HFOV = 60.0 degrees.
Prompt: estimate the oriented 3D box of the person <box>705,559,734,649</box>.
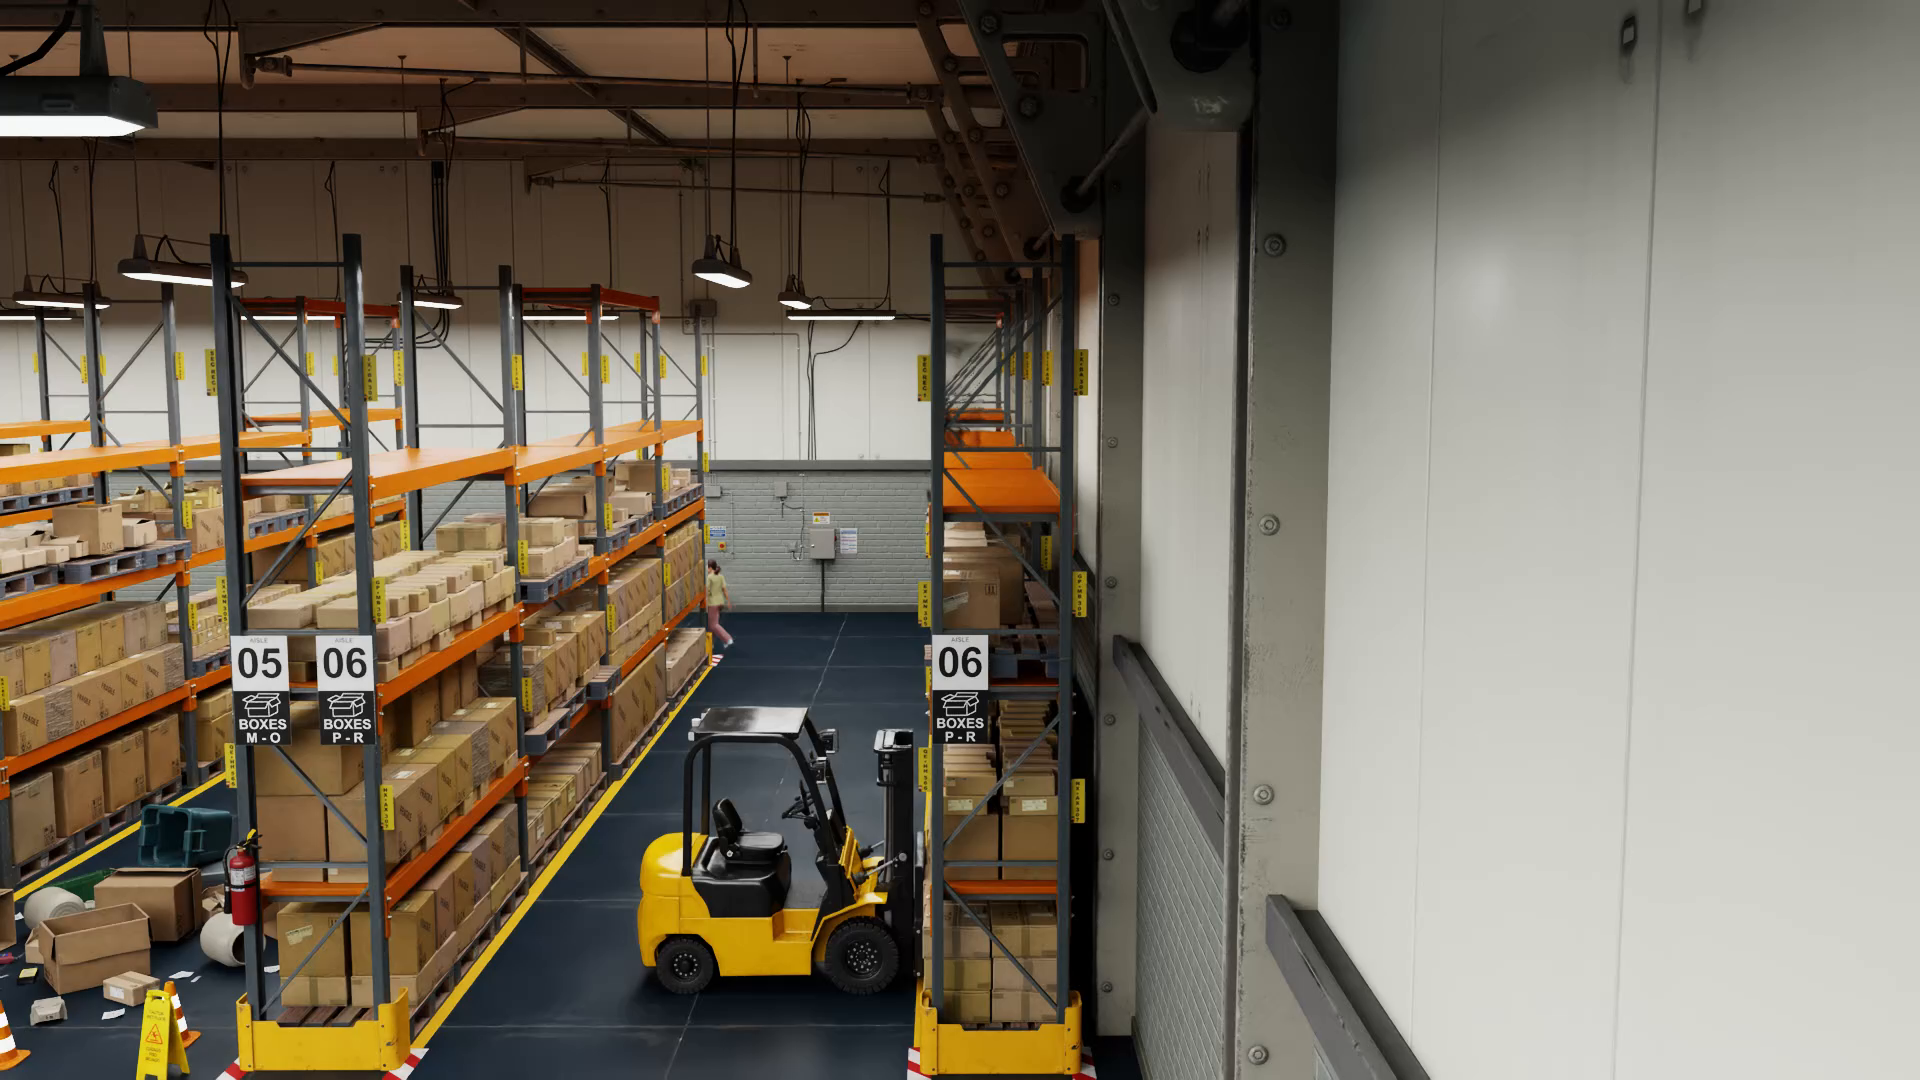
[{"bbox_3d":[-4.259,1.136,29.125,1.023,1.616,0.533,5,8,39],"label":"person"}]
